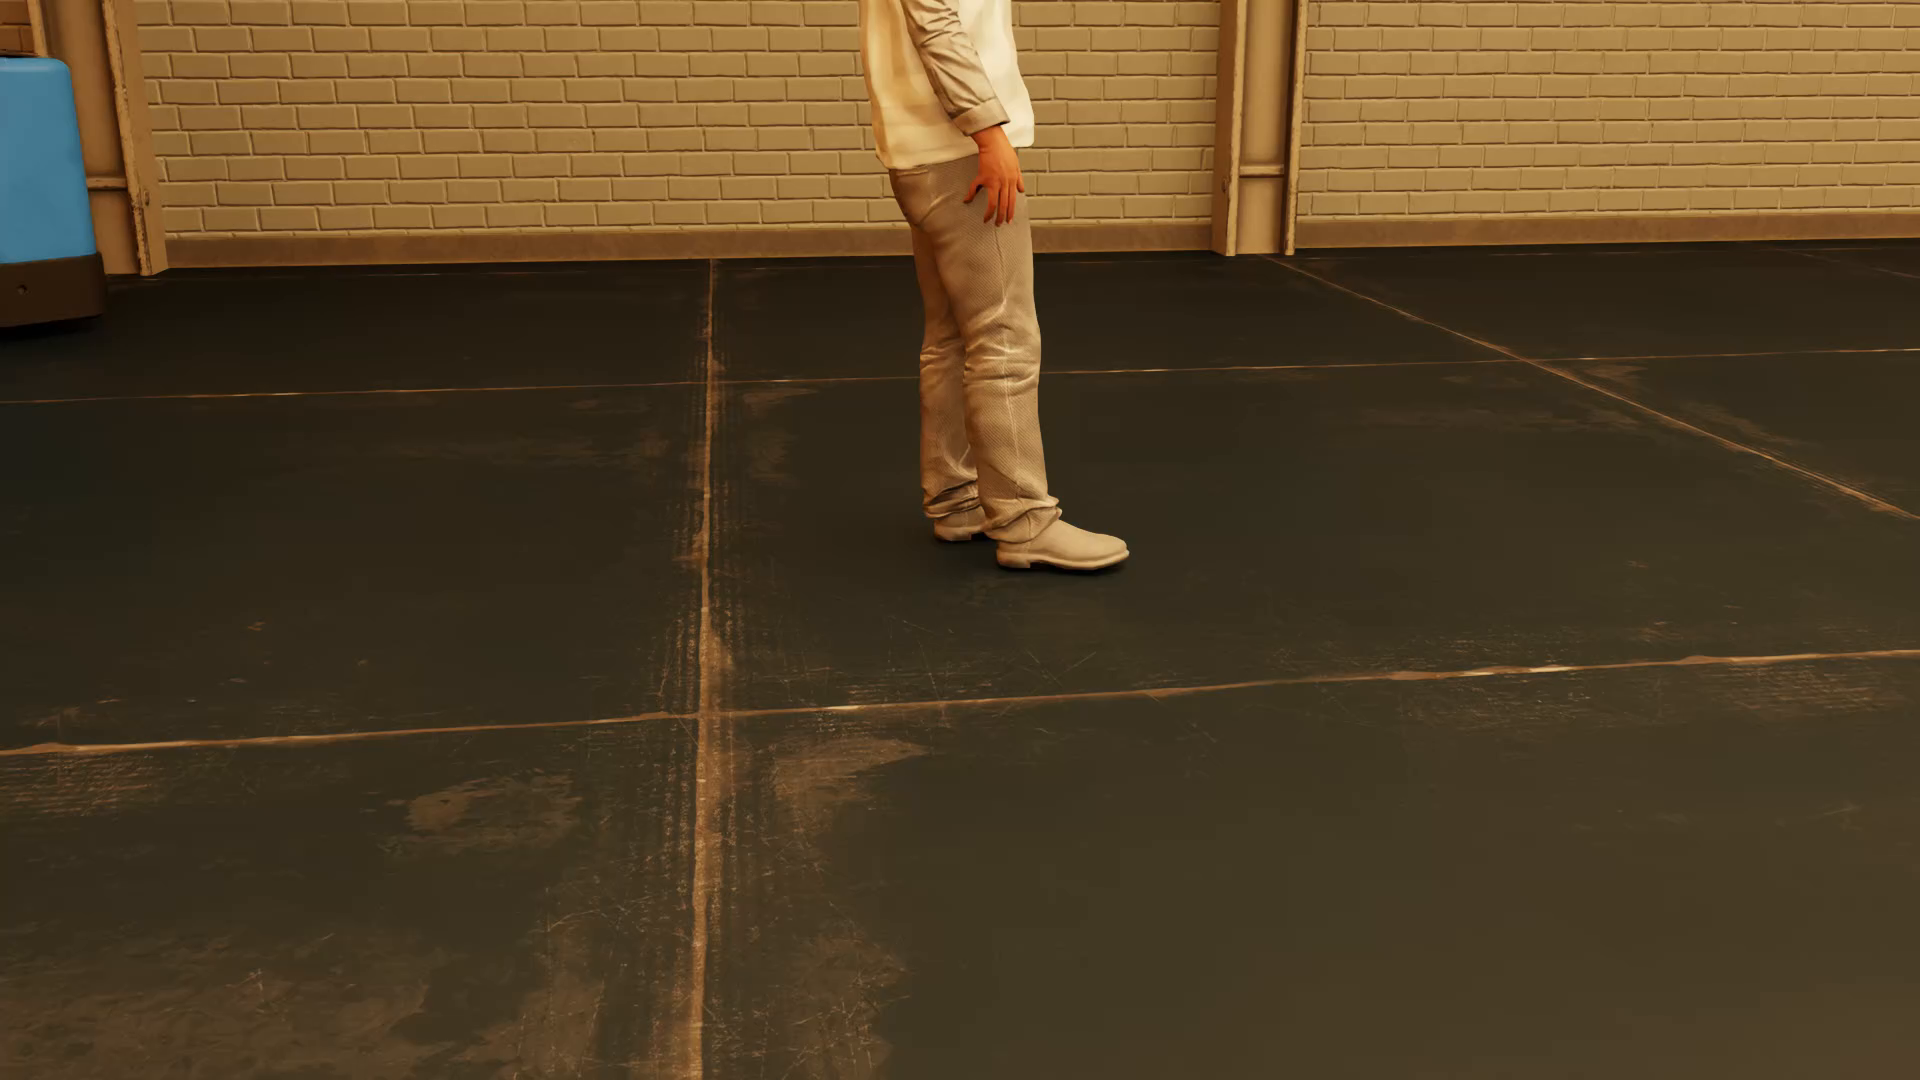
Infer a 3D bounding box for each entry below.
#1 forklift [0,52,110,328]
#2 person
[{"bbox_3d":[-4.976,-2.392,6.824,3.031,2.935,1.130,11,20,33],"label":"forklift"},{"bbox_3d":[0.063,-0.857,3.710,0.566,1.775,0.634,-2,17,-8],"label":"person"}]
